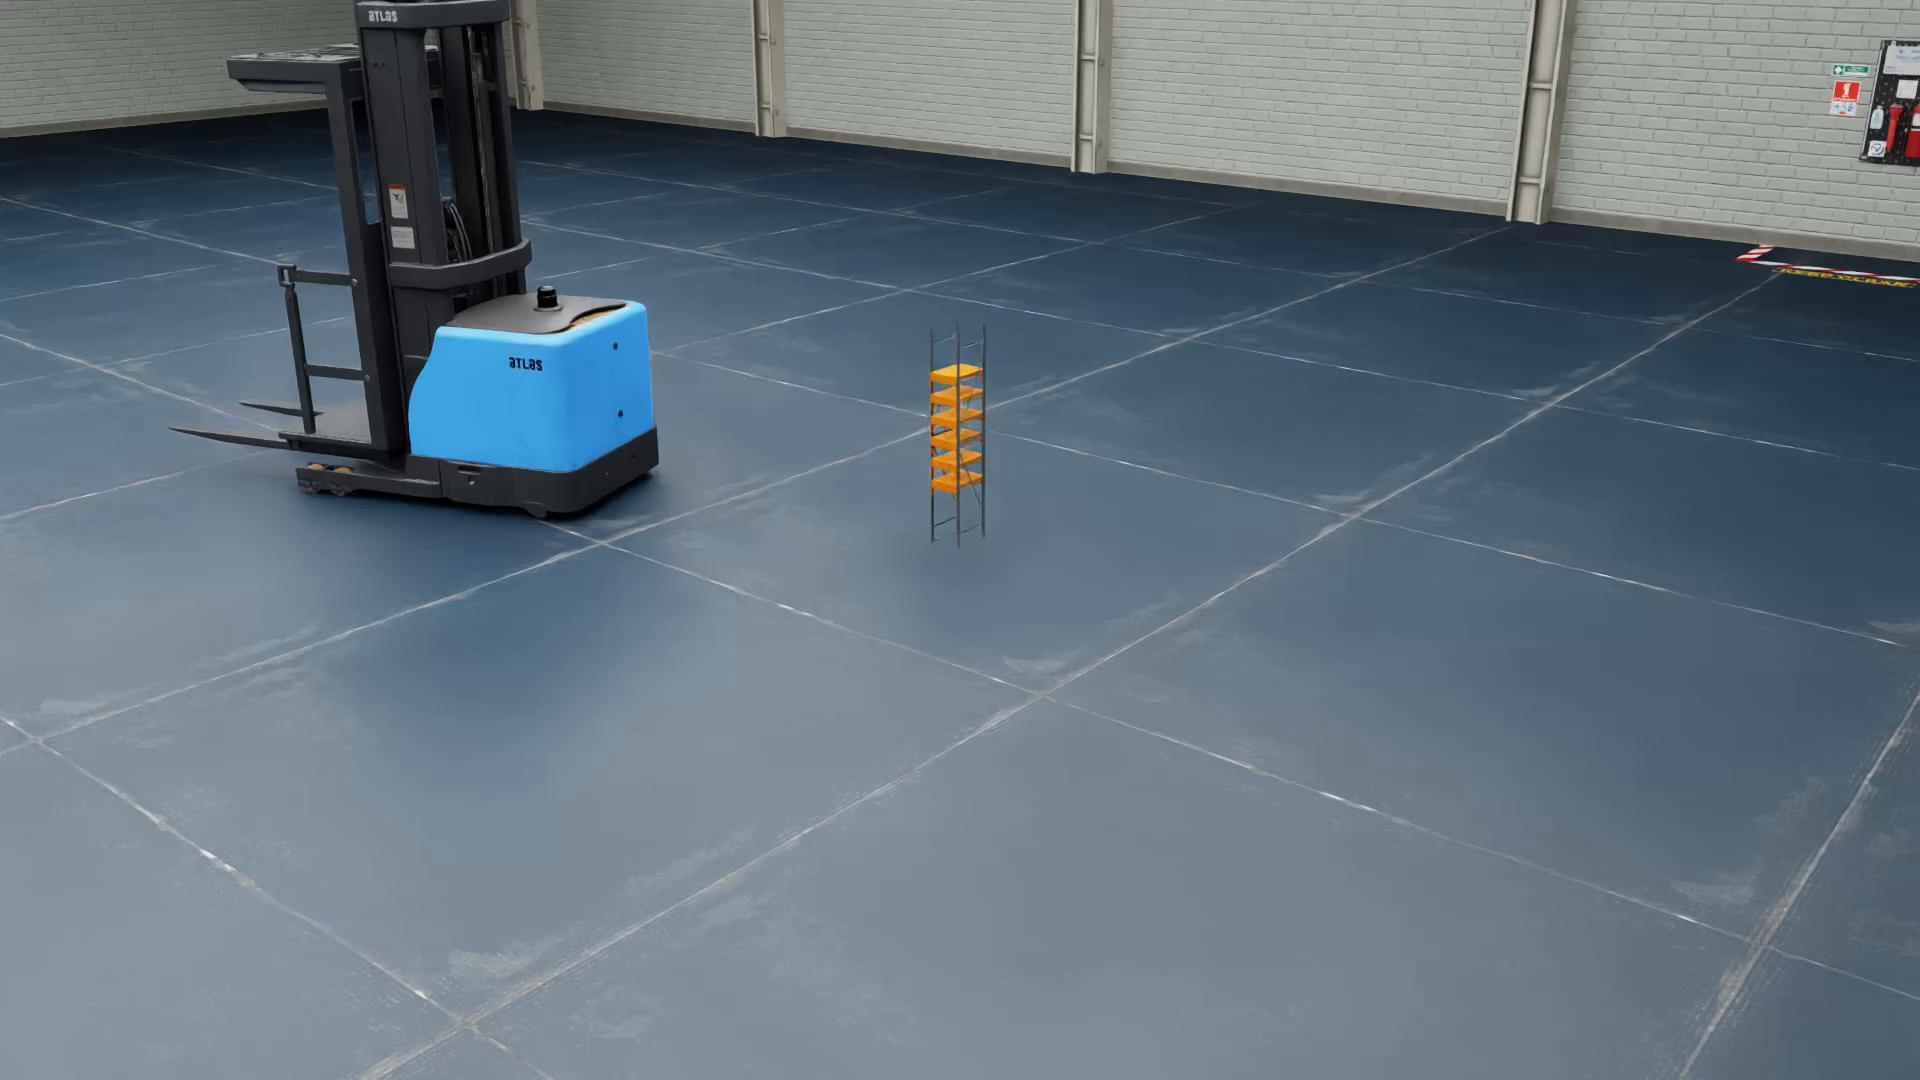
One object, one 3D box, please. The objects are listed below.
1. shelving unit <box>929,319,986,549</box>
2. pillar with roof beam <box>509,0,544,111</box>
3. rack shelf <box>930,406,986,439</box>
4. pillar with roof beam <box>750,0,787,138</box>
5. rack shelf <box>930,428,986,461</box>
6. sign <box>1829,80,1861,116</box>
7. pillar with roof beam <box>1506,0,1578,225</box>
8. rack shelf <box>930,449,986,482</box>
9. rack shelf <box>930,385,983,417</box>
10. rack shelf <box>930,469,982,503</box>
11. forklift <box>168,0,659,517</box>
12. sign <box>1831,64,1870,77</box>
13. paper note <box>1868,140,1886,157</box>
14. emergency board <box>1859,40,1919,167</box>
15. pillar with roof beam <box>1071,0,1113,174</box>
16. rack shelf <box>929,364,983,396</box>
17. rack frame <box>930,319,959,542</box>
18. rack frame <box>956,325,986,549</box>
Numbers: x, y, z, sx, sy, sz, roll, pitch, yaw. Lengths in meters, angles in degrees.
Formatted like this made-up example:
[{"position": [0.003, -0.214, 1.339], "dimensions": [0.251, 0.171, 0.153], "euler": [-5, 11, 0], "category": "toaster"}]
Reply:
[{"position": [-0.011, -0.565, 8.965], "dimensions": [0.189, 1.200, 0.258], "euler": [16, 26, 36], "category": "shelving unit"}, {"position": [-10.288, -10.635, 24.618], "dimensions": [0.400, 9.000, 9.100], "euler": [16, 26, 36], "category": "pillar with roof beam"}, {"position": [-0.011, -0.635, 8.938], "dimensions": [0.180, 0.103, 0.258], "euler": [16, 26, 36], "category": "rack shelf"}, {"position": [-5.639, -9.297, 21.068], "dimensions": [0.400, 9.000, 9.100], "euler": [16, 26, 36], "category": "pillar with roof beam"}, {"position": [-0.011, -0.523, 8.981], "dimensions": [0.180, 0.103, 0.258], "euler": [16, 26, 36], "category": "rack shelf"}, {"position": [8.774, -4.381, 16.483], "dimensions": [0.234, 0.329, 0.001], "euler": [16, 26, 36], "category": "sign"}, {"position": [3.657, -6.619, 13.968], "dimensions": [0.400, 9.000, 9.100], "euler": [16, 26, 36], "category": "pillar with roof beam"}, {"position": [-0.011, -0.411, 9.023], "dimensions": [0.180, 0.103, 0.258], "euler": [16, 26, 36], "category": "rack shelf"}, {"position": [-0.011, -0.748, 8.896], "dimensions": [0.180, 0.103, 0.258], "euler": [16, 26, 36], "category": "rack shelf"}, {"position": [-0.011, -0.298, 9.065], "dimensions": [0.180, 0.103, 0.258], "euler": [16, 26, 36], "category": "rack shelf"}, {"position": [-3.421, -1.800, 9.788], "dimensions": [3.031, 2.935, 1.130], "euler": [7, 22, 18], "category": "forklift"}, {"position": [8.772, -4.625, 16.380], "dimensions": [0.331, 0.109, 0.001], "euler": [16, 26, 36], "category": "sign"}, {"position": [9.044, -3.859, 16.398], "dimensions": [0.142, 0.148, 0.016], "euler": [16, 26, 36], "category": "paper note"}, {"position": [9.137, -4.212, 16.087], "dimensions": [0.643, 1.169, 0.194], "euler": [16, 26, 36], "category": "emergency board"}, {"position": [-0.991, -7.958, 17.518], "dimensions": [0.400, 9.000, 9.100], "euler": [16, 26, 36], "category": "pillar with roof beam"}, {"position": [-0.011, -0.860, 8.854], "dimensions": [0.180, 0.103, 0.258], "euler": [16, 26, 36], "category": "rack shelf"}, {"position": [-0.082, -0.585, 9.019], "dimensions": [0.006, 1.200, 0.240], "euler": [16, 26, 36], "category": "rack frame"}, {"position": [0.060, -0.544, 8.911], "dimensions": [0.006, 1.200, 0.240], "euler": [16, 26, 36], "category": "rack frame"}]
